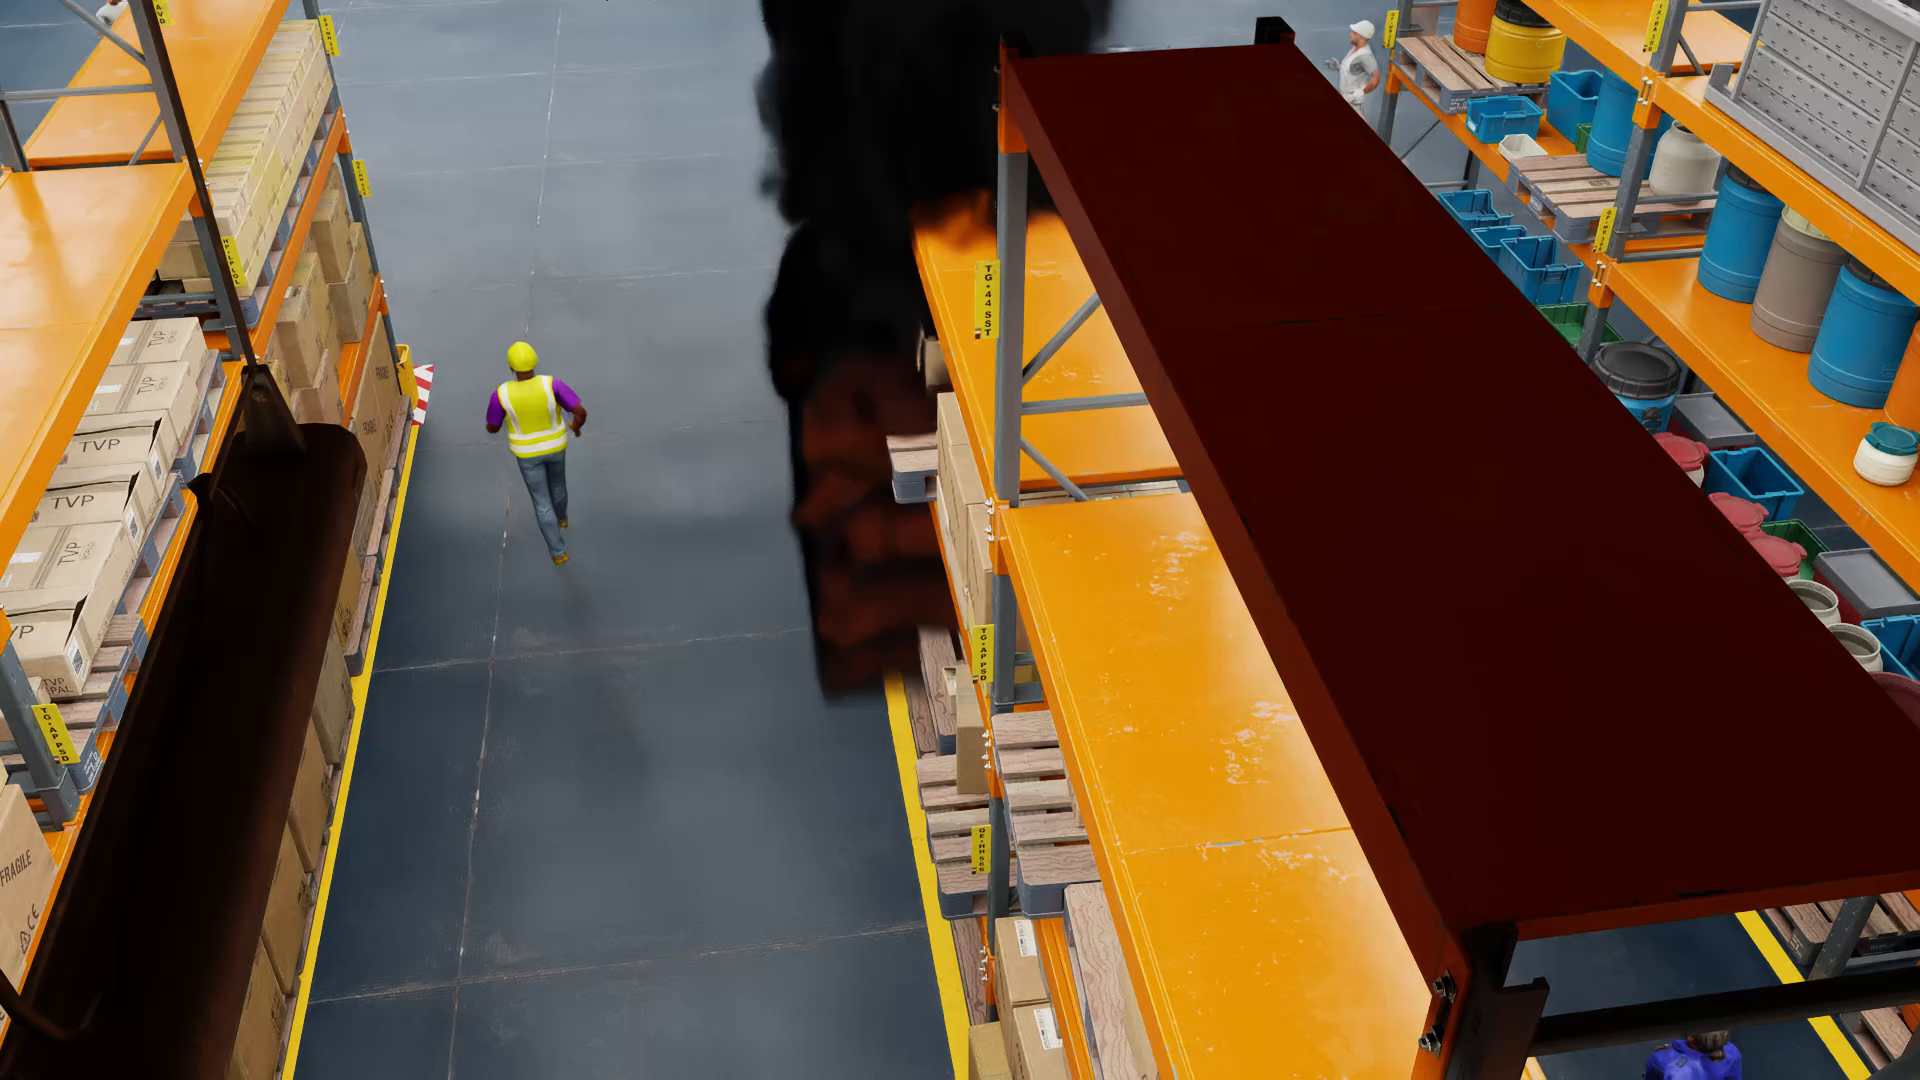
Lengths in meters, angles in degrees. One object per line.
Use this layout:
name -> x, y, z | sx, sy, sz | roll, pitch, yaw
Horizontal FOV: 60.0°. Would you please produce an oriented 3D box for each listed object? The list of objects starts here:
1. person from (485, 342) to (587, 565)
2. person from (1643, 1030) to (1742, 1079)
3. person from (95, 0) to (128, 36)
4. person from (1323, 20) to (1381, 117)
person -> -3.125, -0.657, 12.349 | 0.684, 1.827, 0.827 | -16, 39, -20
person -> 3.345, 2.767, 7.859 | 0.585, 1.631, 0.769 | -12, 38, -16
person -> -9.985, -5.858, 19.999 | 0.857, 1.714, 0.535 | 17, 39, 21
person -> 4.378, -4.893, 18.573 | 0.847, 1.825, 0.640 | 10, 37, 13
